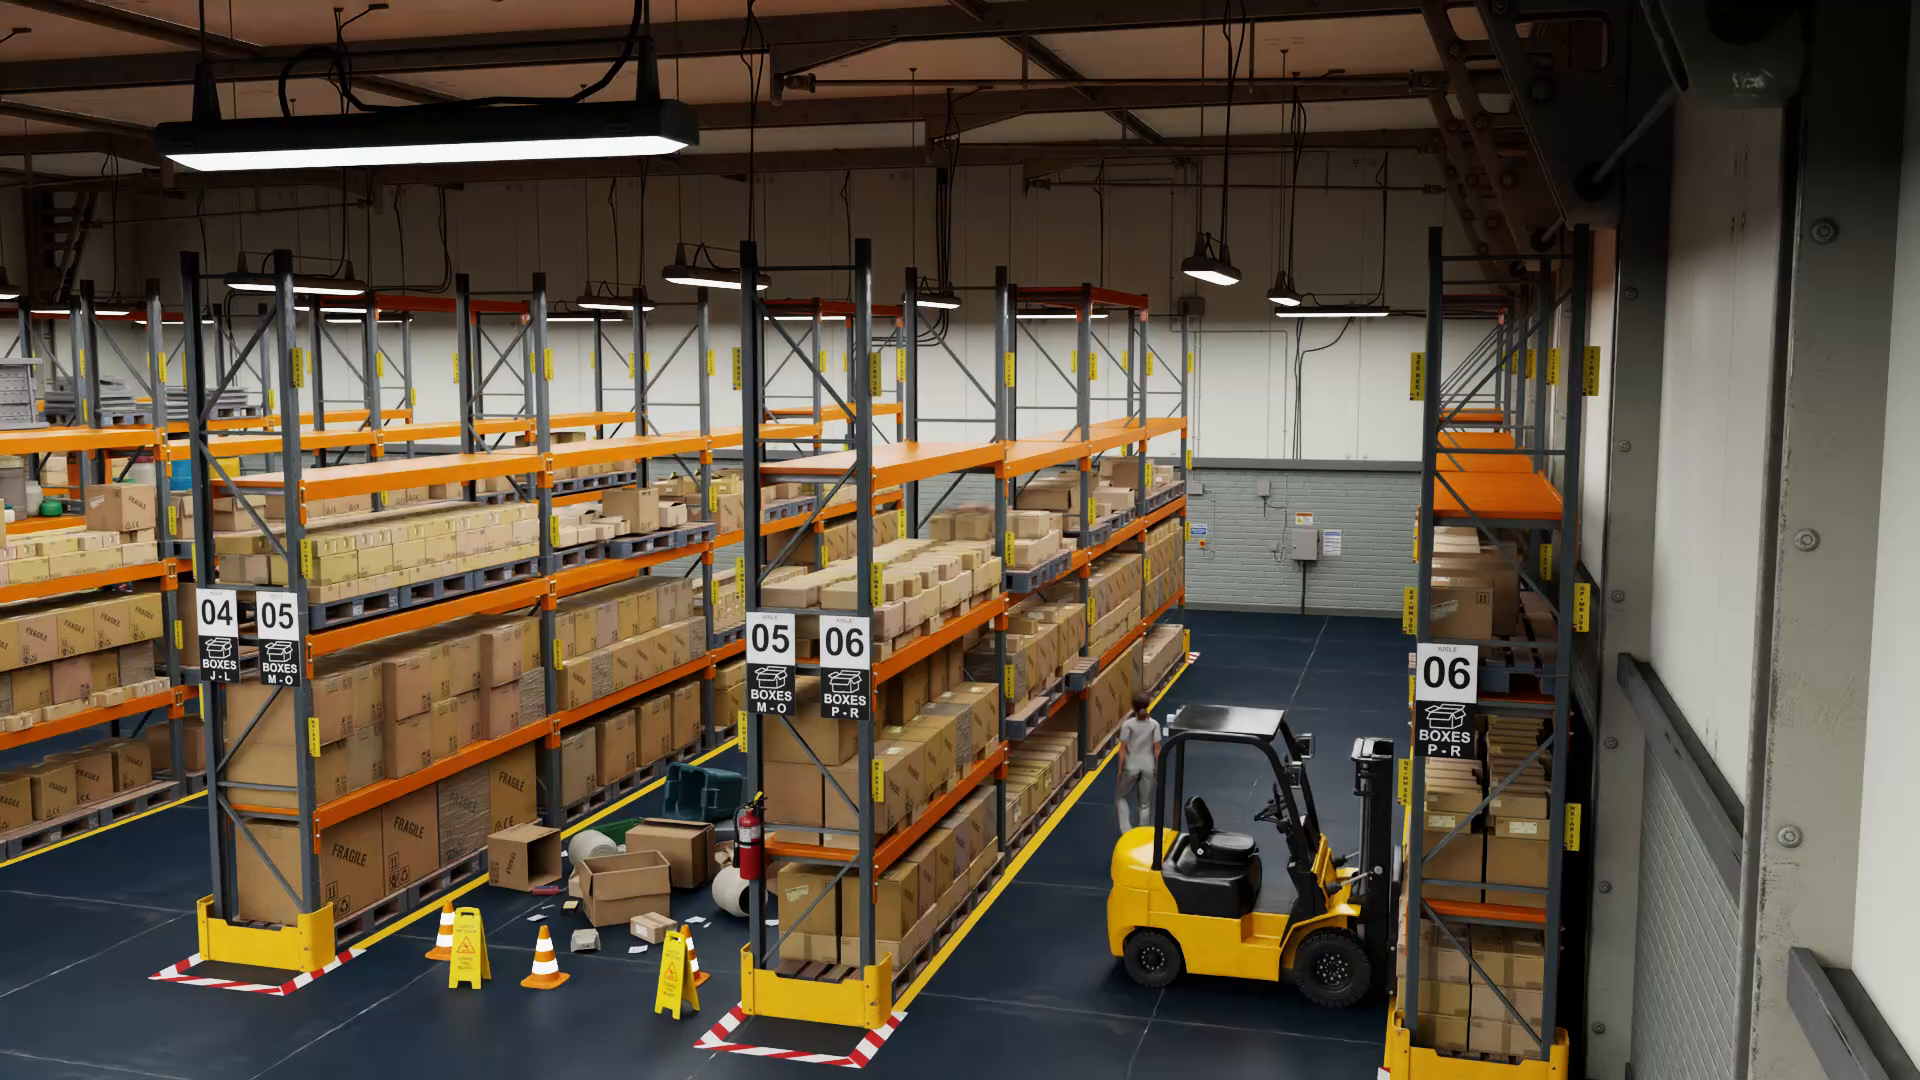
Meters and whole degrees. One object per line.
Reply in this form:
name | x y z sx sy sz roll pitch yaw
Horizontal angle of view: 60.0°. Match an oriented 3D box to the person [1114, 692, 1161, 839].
person | 1.852 2.418 17.273 0.486 1.691 0.396 -1 6 -7
